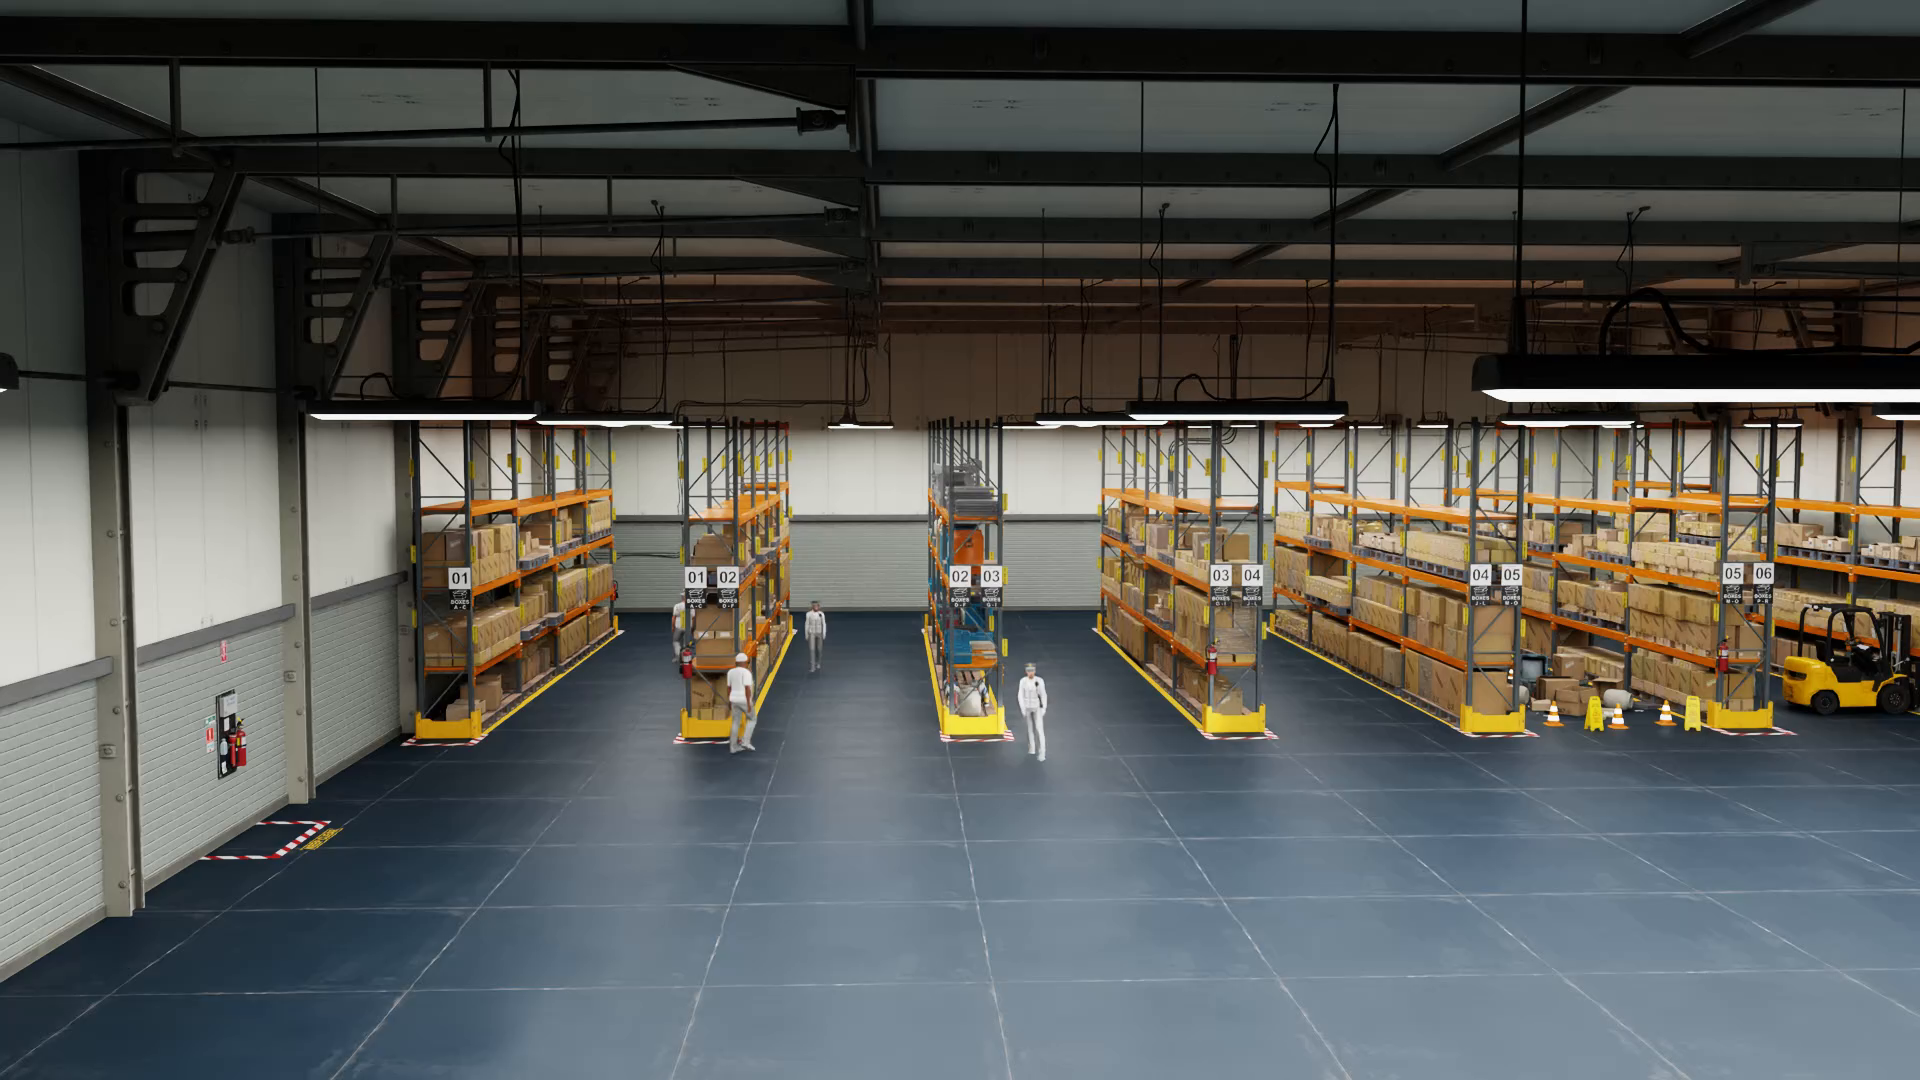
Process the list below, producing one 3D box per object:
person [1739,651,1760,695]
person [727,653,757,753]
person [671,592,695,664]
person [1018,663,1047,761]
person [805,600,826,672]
[{"bbox_3d":[17.197,2.578,36.142,0.524,1.585,0.753,0,4,-5],"label":"person"},{"bbox_3d":[-3.925,2.897,29.677,0.610,1.750,0.538,2,4,31],"label":"person"},{"bbox_3d":[-6.796,2.175,40.863,0.581,1.752,0.477,-1,4,-9],"label":"person"},{"bbox_3d":[1.297,2.988,29.267,0.572,1.659,0.759,1,4,19],"label":"person"},{"bbox_3d":[-3.435,2.297,39.912,0.507,1.672,0.686,-1,4,-16],"label":"person"}]
